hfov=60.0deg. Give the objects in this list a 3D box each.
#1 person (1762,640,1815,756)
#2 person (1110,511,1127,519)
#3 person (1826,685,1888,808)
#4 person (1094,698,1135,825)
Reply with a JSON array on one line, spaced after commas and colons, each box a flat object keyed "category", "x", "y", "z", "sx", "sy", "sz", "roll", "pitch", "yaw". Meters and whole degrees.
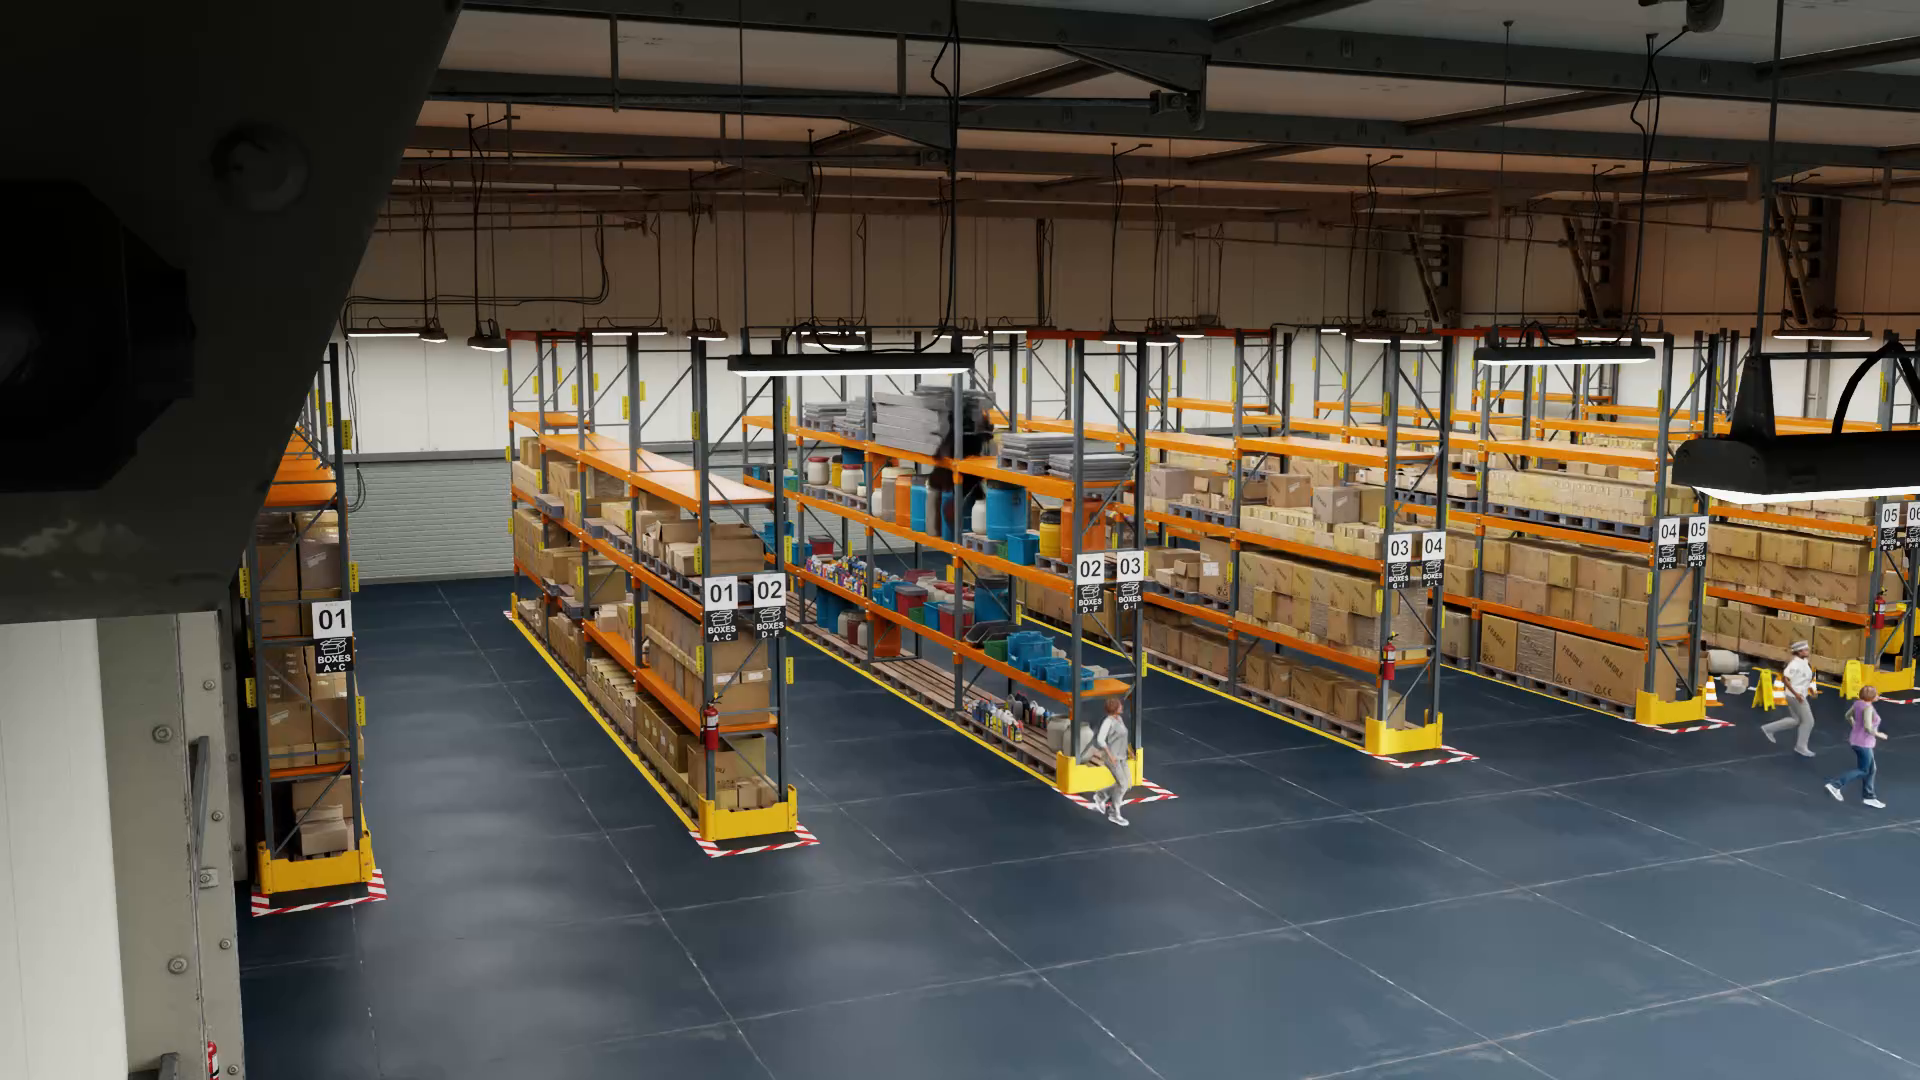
[{"category": "person", "x": 12.024, "y": 2.255, "z": 24.056, "sx": 0.744, "sy": 1.686, "sz": 0.596, "roll": 5, "pitch": 9, "yaw": 33}, {"category": "person", "x": 3.814, "y": -0.084, "z": 40.892, "sx": 0.696, "sy": 1.758, "sz": 0.641, "roll": 6, "pitch": 10, "yaw": 37}, {"category": "person", "x": 11.570, "y": 2.650, "z": 21.409, "sx": 0.744, "sy": 1.606, "sz": 0.567, "roll": 2, "pitch": 8, "yaw": 12}, {"category": "person", "x": 1.929, "y": 2.757, "z": 20.844, "sx": 0.501, "sy": 1.554, "sz": 0.599, "roll": 4, "pitch": 9, "yaw": 29}]
